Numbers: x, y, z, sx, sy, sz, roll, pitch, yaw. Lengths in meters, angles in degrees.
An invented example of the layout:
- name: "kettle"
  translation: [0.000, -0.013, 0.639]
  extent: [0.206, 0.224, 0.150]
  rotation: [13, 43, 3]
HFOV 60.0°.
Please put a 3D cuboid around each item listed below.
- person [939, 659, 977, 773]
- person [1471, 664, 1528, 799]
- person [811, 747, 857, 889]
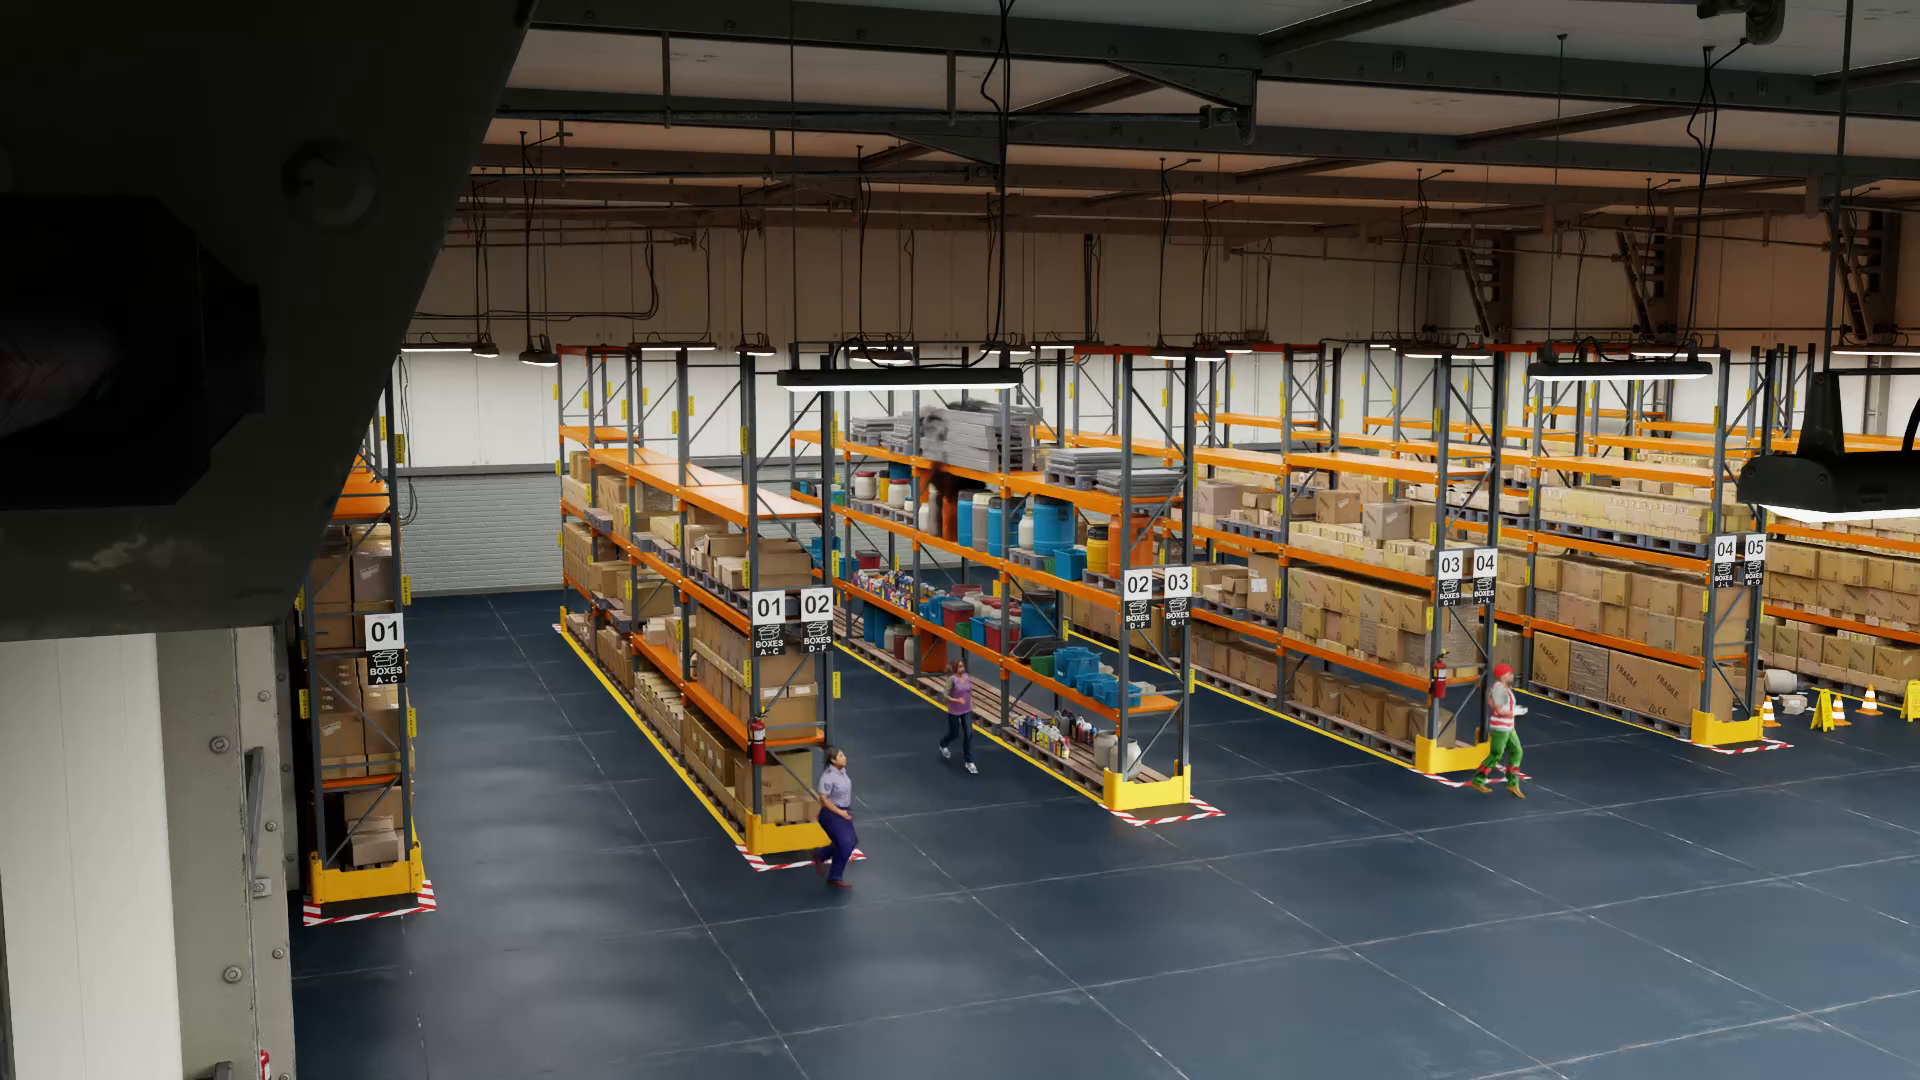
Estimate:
- name: "person"
  translation: [-0.028, 2.496, 23.974]
  extent: [0.538, 1.602, 0.877]
  rotation: [-4, 9, -31]
- name: "person"
  translation: [7.330, 2.588, 22.516]
  extent: [0.711, 1.846, 0.665]
  rotation: [4, 8, 26]
- name: "person"
  translation: [-1.455, 3.153, 18.971]
  extent: [0.564, 1.615, 0.642]
  rotation: [2, 7, 13]
